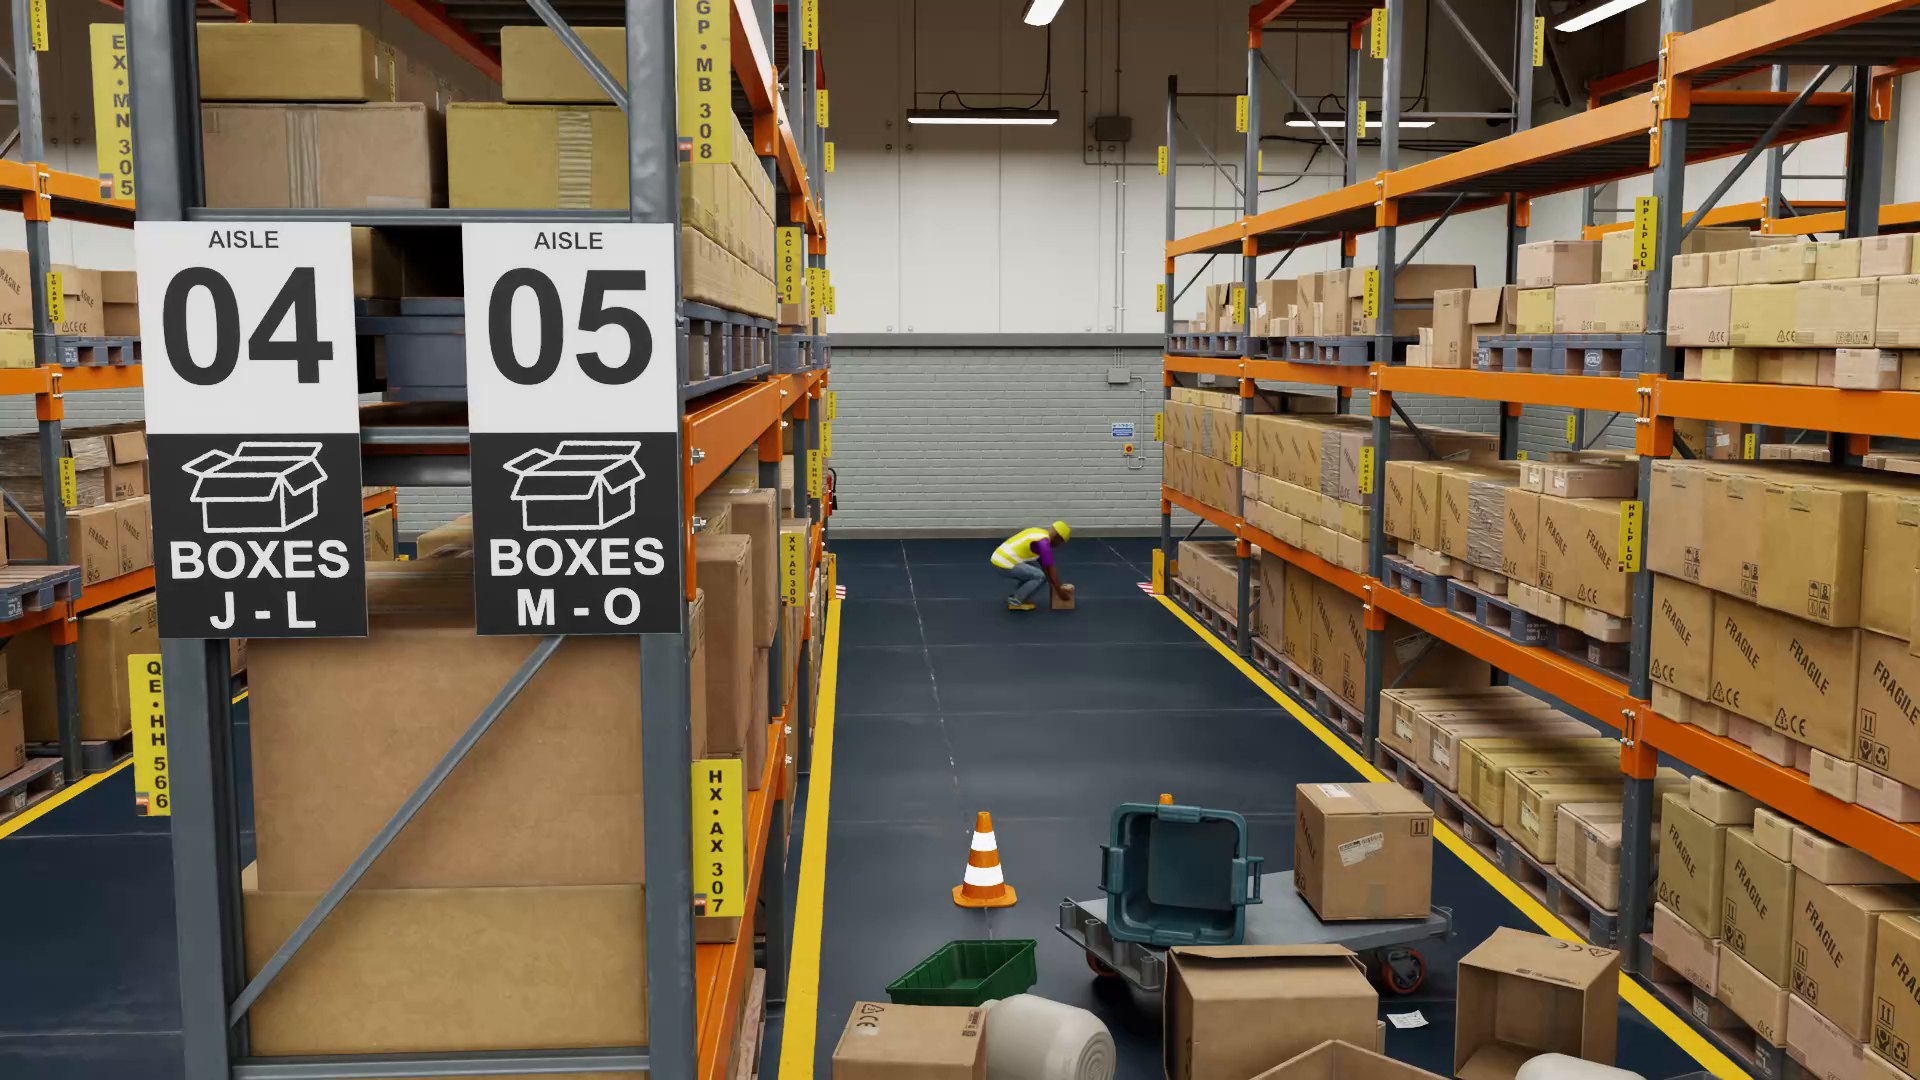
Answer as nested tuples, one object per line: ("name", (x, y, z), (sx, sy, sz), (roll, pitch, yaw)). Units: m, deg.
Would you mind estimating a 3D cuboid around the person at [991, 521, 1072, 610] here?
("person", (0.792, 0.279, 18.668), (0.893, 0.975, 0.580), (0, 7, -4))
